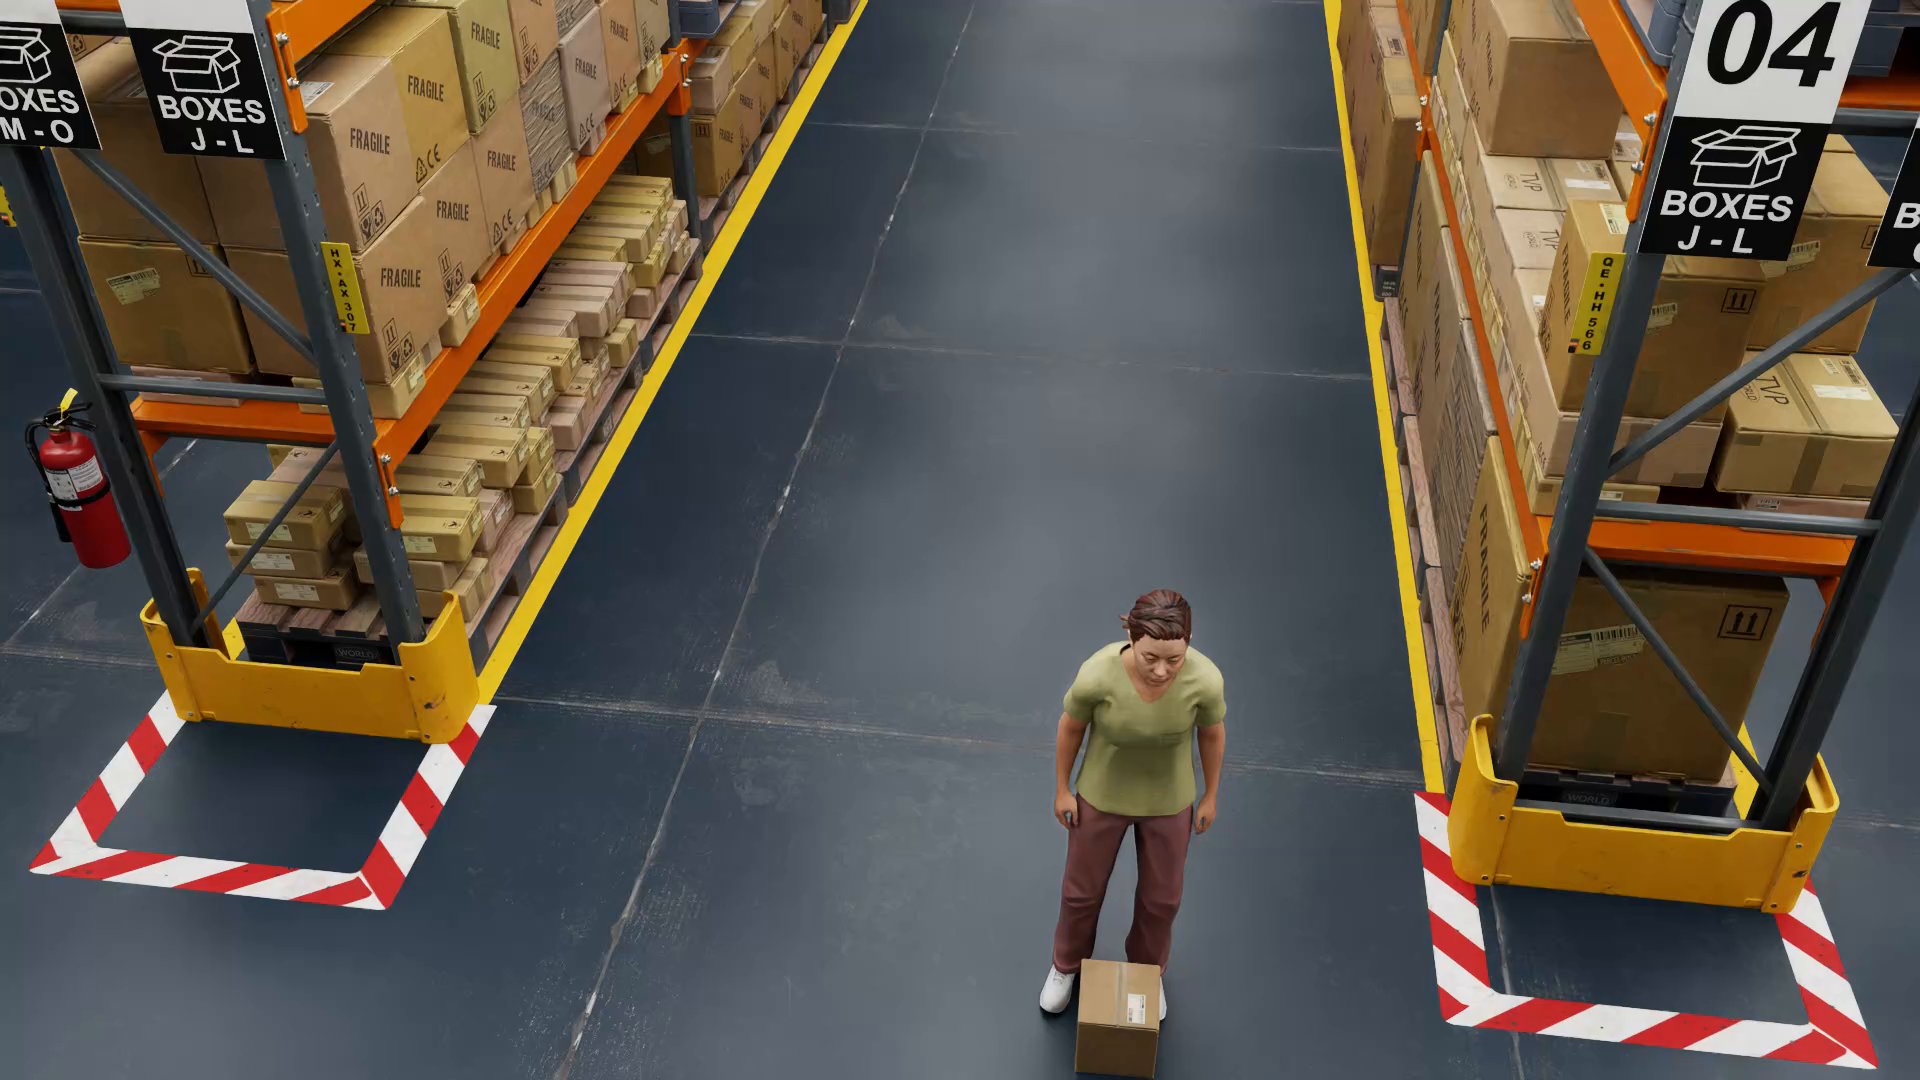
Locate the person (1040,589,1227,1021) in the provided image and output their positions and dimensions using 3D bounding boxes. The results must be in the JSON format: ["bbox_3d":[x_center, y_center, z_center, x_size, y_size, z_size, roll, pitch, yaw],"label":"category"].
[{"bbox_3d":[0.530,0.801,5.059,0.520,1.671,0.364,2,36,3],"label":"person"}]
